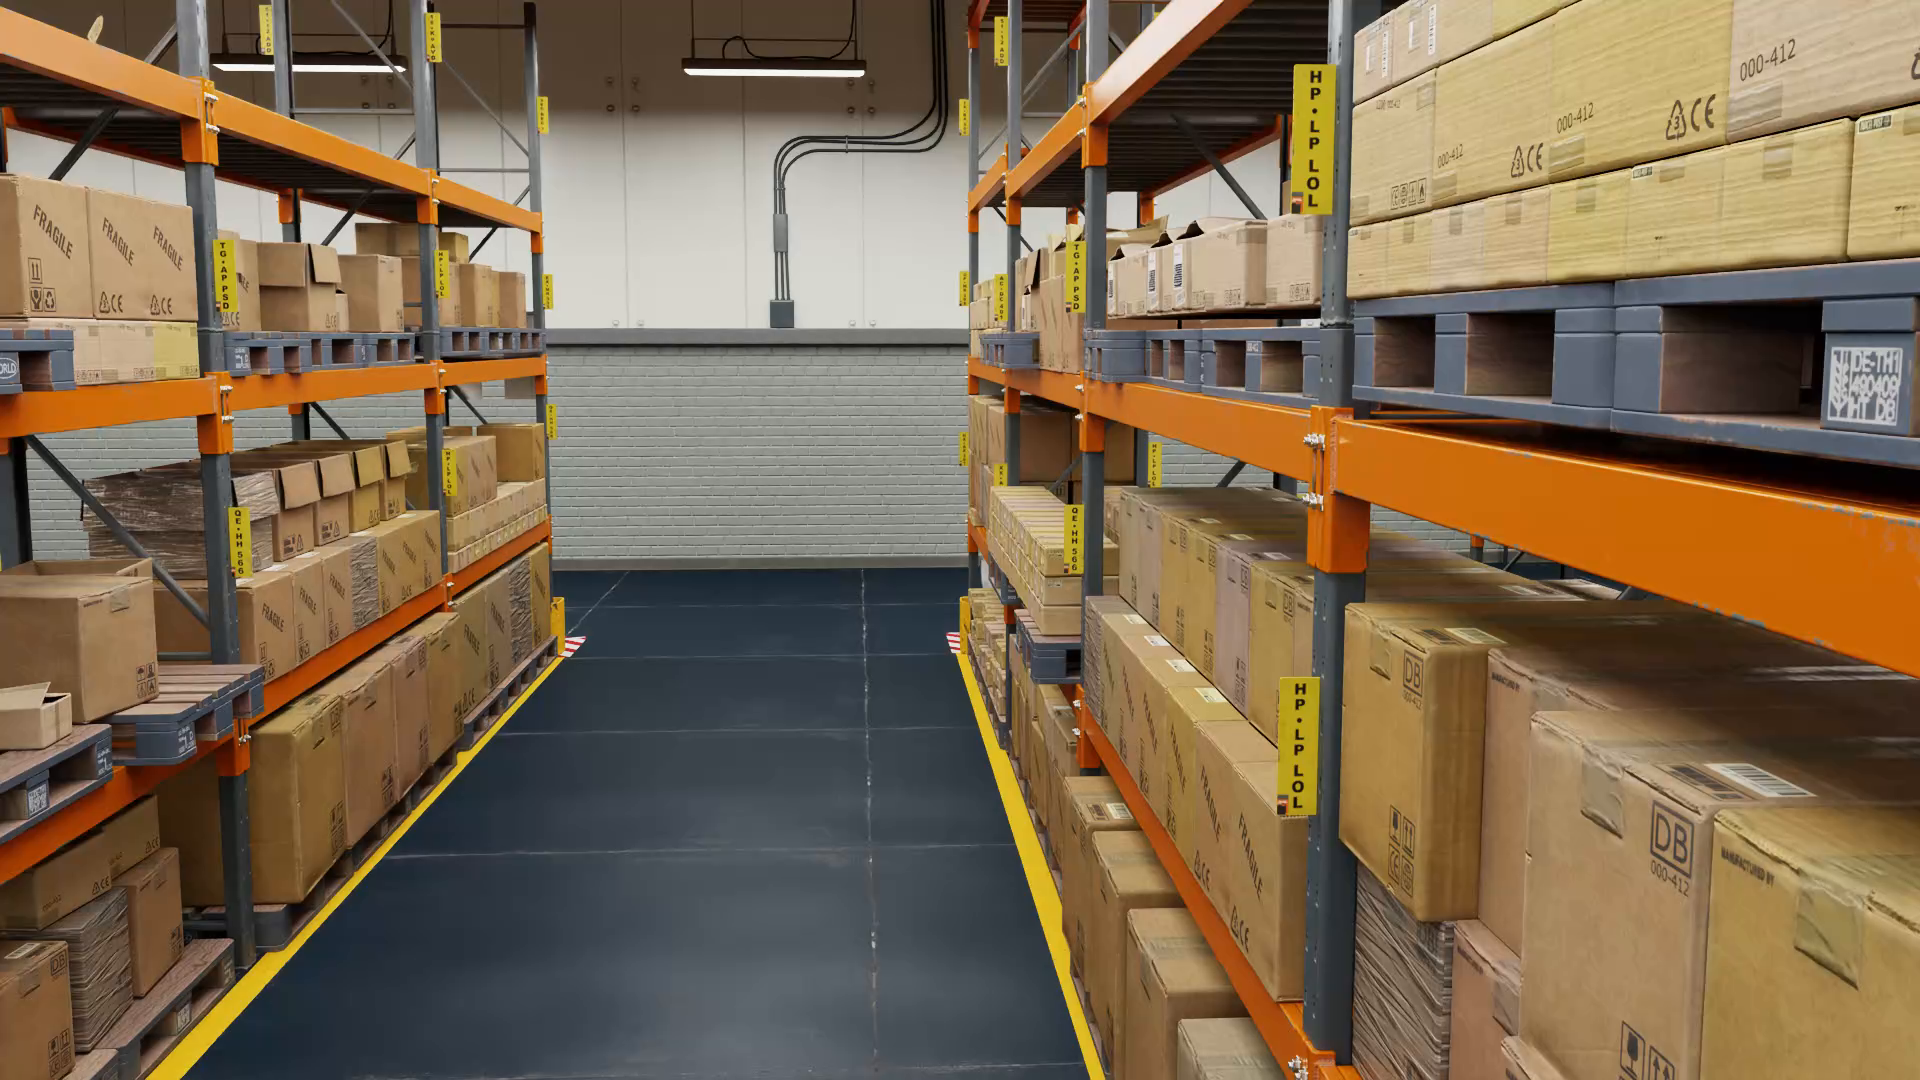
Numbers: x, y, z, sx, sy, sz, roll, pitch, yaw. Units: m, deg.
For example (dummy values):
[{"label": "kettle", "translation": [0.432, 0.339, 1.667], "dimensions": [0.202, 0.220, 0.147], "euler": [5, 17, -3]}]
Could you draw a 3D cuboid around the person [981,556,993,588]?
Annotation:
[{"label": "person", "translation": [0.459, 0.419, 17.540], "dimensions": [0.471, 0.893, 0.849], "euler": [-1, 7, -6]}]
